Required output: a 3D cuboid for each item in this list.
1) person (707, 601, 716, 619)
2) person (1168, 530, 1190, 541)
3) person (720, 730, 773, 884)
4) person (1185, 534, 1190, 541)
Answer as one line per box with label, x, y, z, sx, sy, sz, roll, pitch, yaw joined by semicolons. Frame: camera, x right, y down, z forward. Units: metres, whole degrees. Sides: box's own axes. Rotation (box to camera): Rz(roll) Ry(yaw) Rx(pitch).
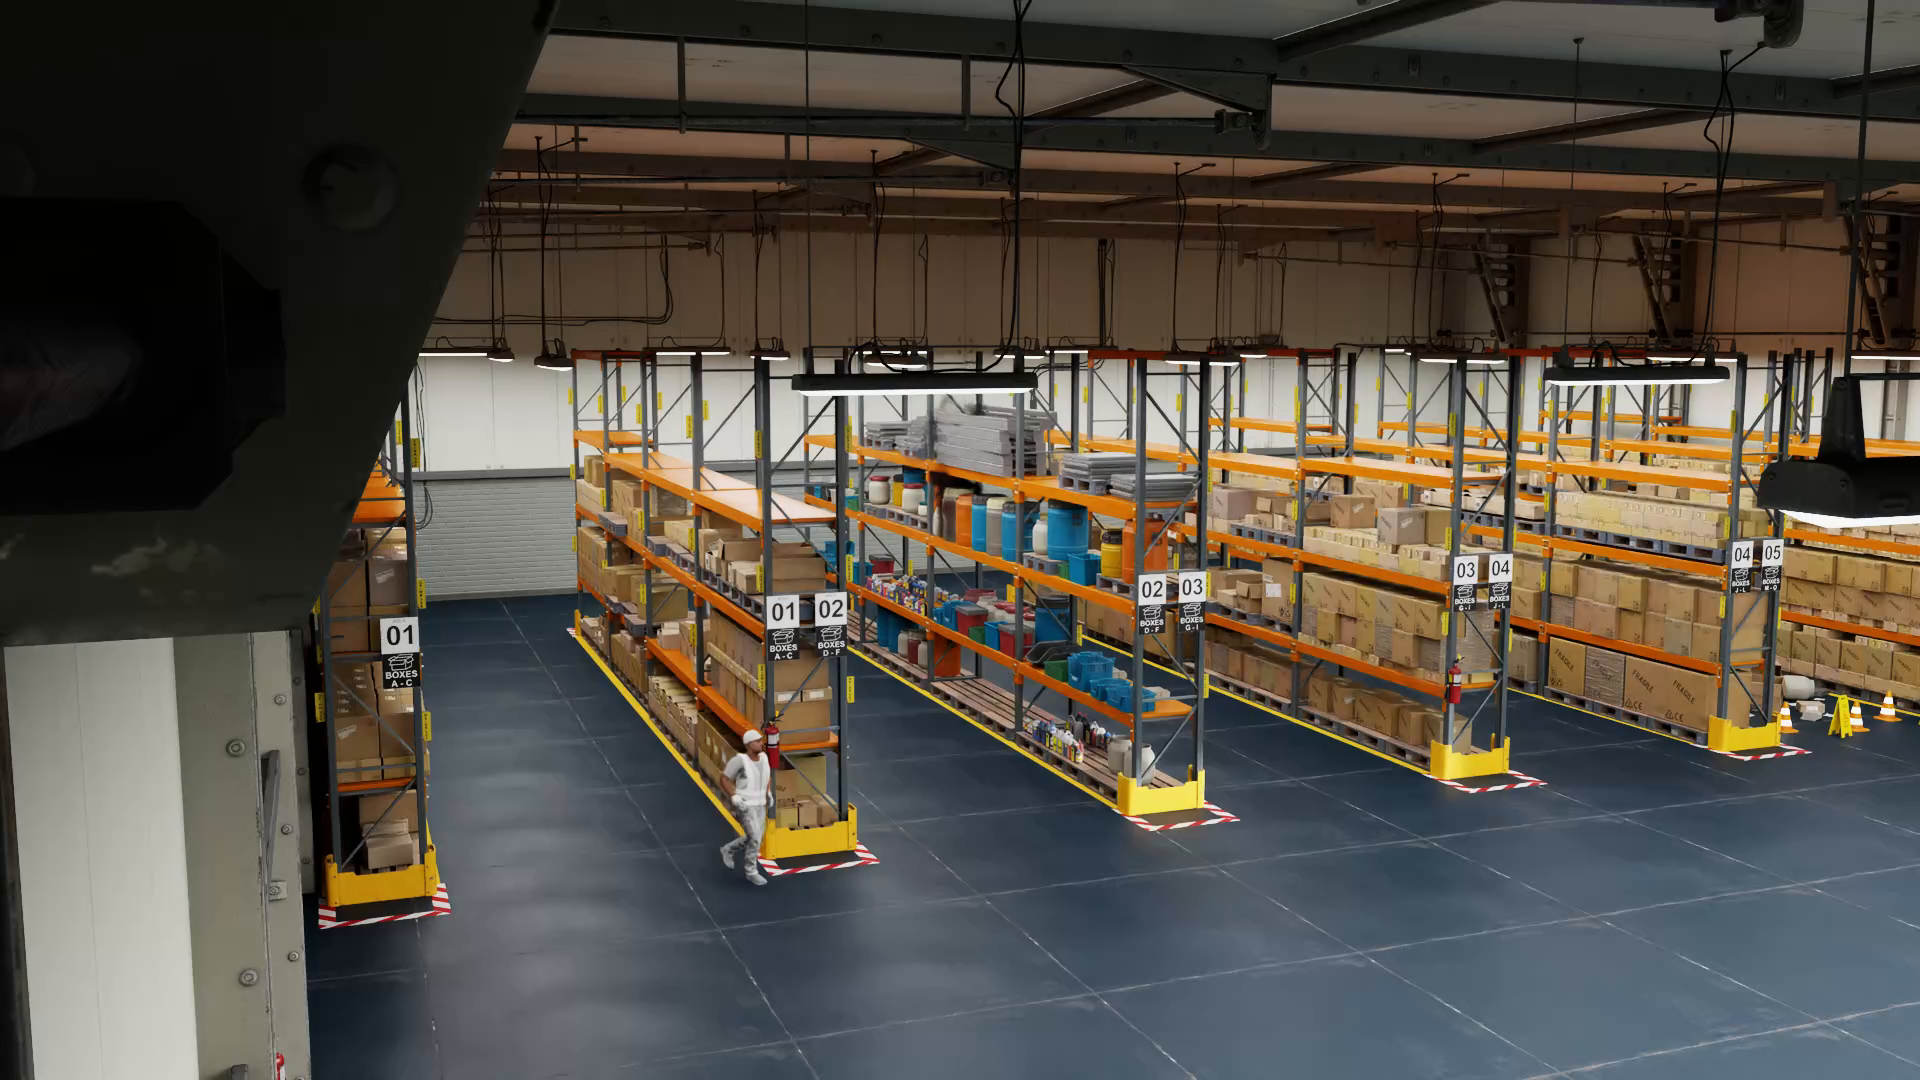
person;-5.289;1.178;34.605;0.674;1.761;0.785;-4;8;-29
person;5.253;0.358;41.066;0.725;1.767;0.642;5;9;36
person;-2.479;3.072;19.376;0.719;1.756;0.710;5;8;33
person;5.169;0.709;38.322;0.720;1.846;0.756;-1;7;-11
